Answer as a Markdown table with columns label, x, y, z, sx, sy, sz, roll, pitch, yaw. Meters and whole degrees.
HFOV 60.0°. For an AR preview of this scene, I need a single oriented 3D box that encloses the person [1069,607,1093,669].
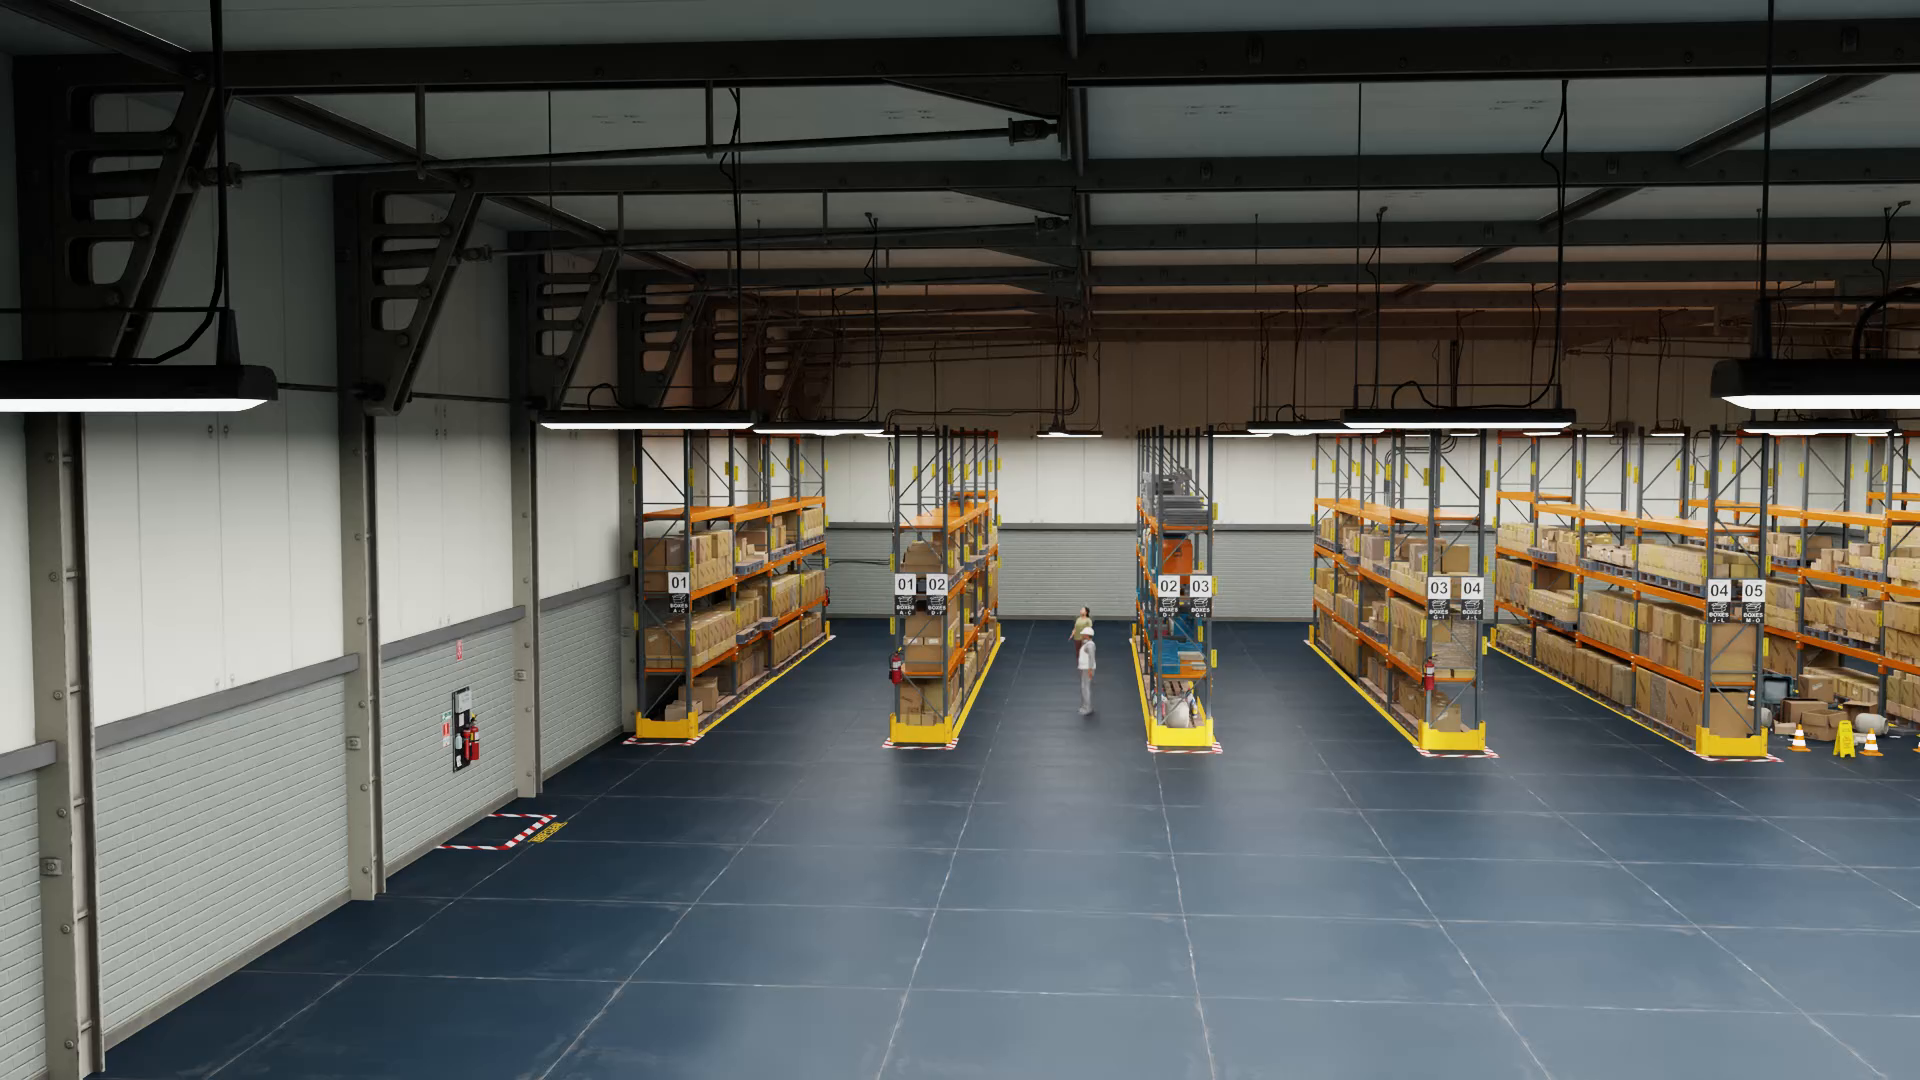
| label | x | y | z | sx | sy | sz | roll | pitch | yaw |
| --- | --- | --- | --- | --- | --- | --- | --- | --- | --- |
| person | 2.970 | 2.454 | 40.931 | 0.582 | 1.606 | 0.974 | 0 | 3 | 8 |

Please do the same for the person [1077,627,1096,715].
| label | x | y | z | sx | sy | sz | roll | pitch | yaw |
| --- | --- | --- | --- | --- | --- | --- | --- | --- | --- |
| person | 2.647 | 2.741 | 34.960 | 0.412 | 1.803 | 0.652 | 0 | 3 | 0 |
